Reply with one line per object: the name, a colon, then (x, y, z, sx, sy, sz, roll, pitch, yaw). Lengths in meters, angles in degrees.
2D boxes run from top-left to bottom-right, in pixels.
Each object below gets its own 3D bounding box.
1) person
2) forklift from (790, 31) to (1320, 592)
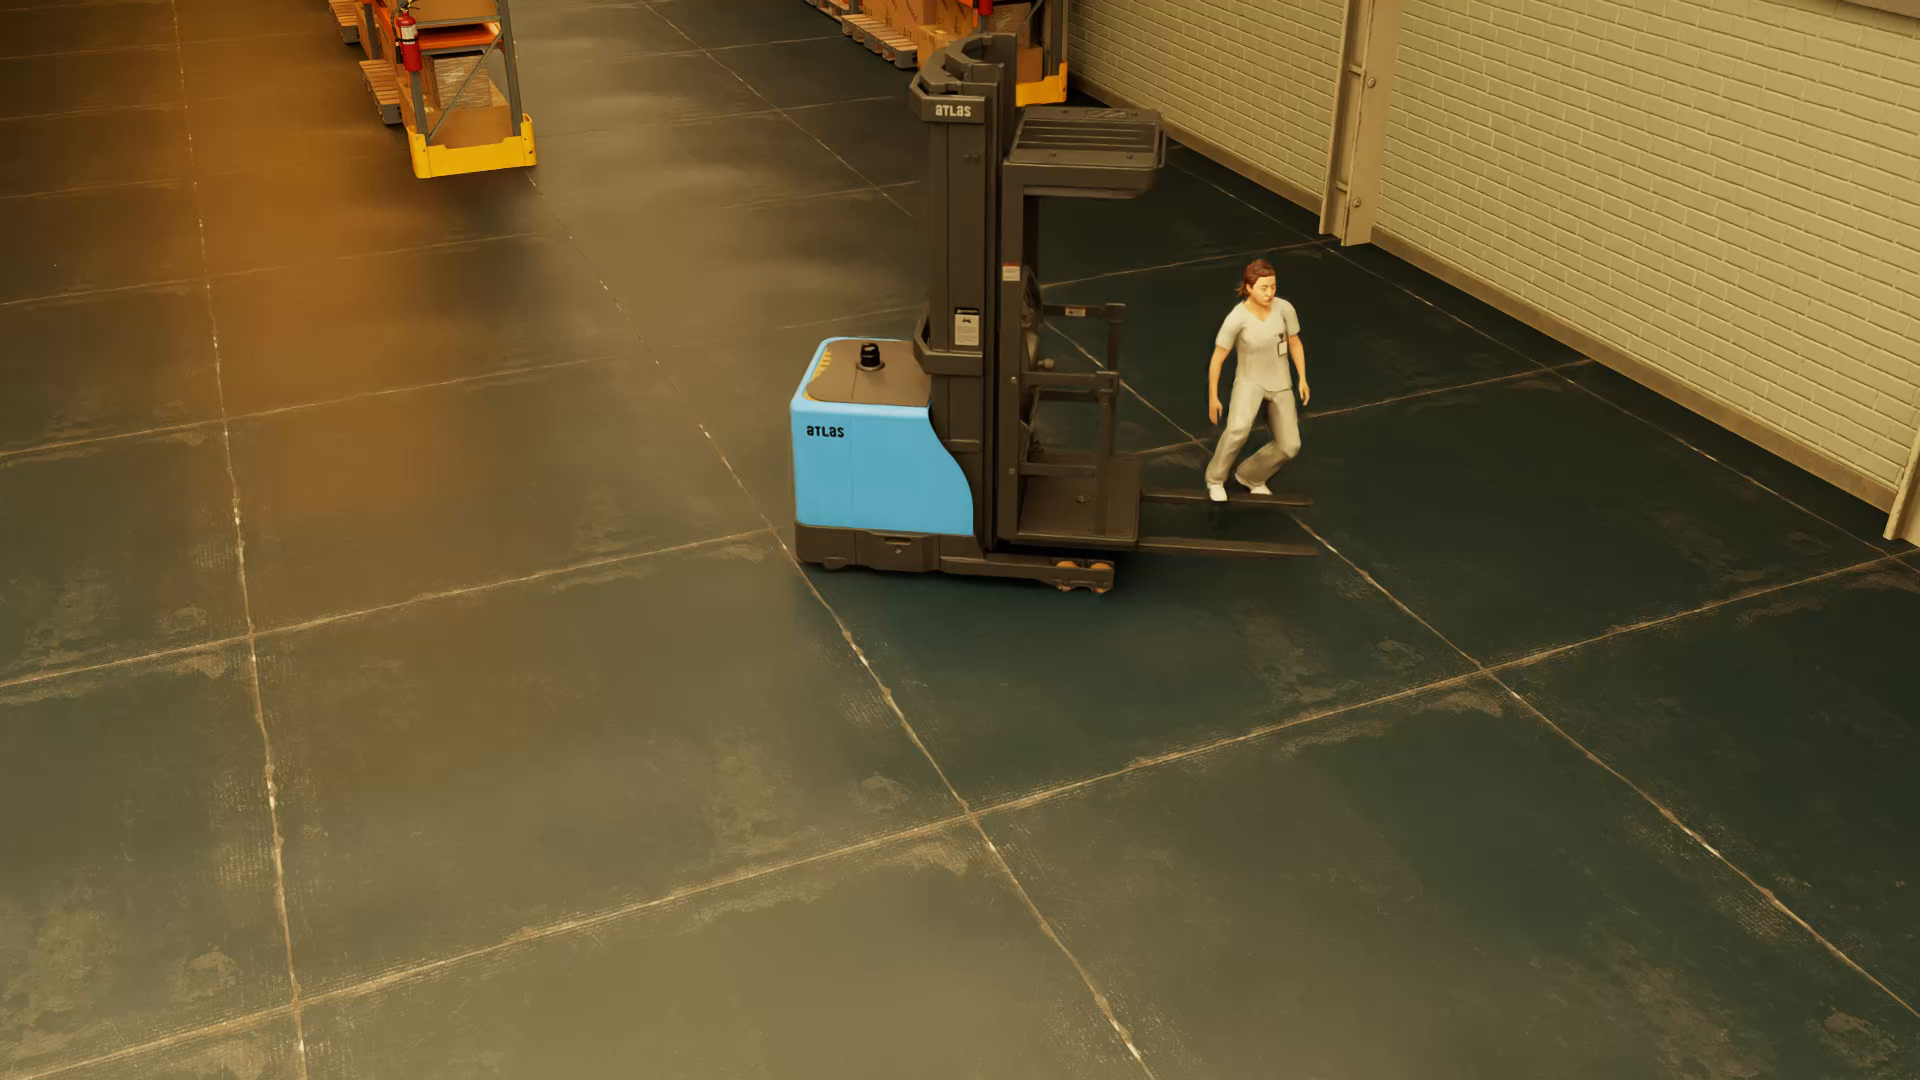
person: (1.783, -0.890, 9.973, 0.654, 1.549, 0.620, -6, 30, -10)
forklift: (0.588, -1.252, 9.310, 3.031, 2.935, 1.130, 4, 30, 6)
